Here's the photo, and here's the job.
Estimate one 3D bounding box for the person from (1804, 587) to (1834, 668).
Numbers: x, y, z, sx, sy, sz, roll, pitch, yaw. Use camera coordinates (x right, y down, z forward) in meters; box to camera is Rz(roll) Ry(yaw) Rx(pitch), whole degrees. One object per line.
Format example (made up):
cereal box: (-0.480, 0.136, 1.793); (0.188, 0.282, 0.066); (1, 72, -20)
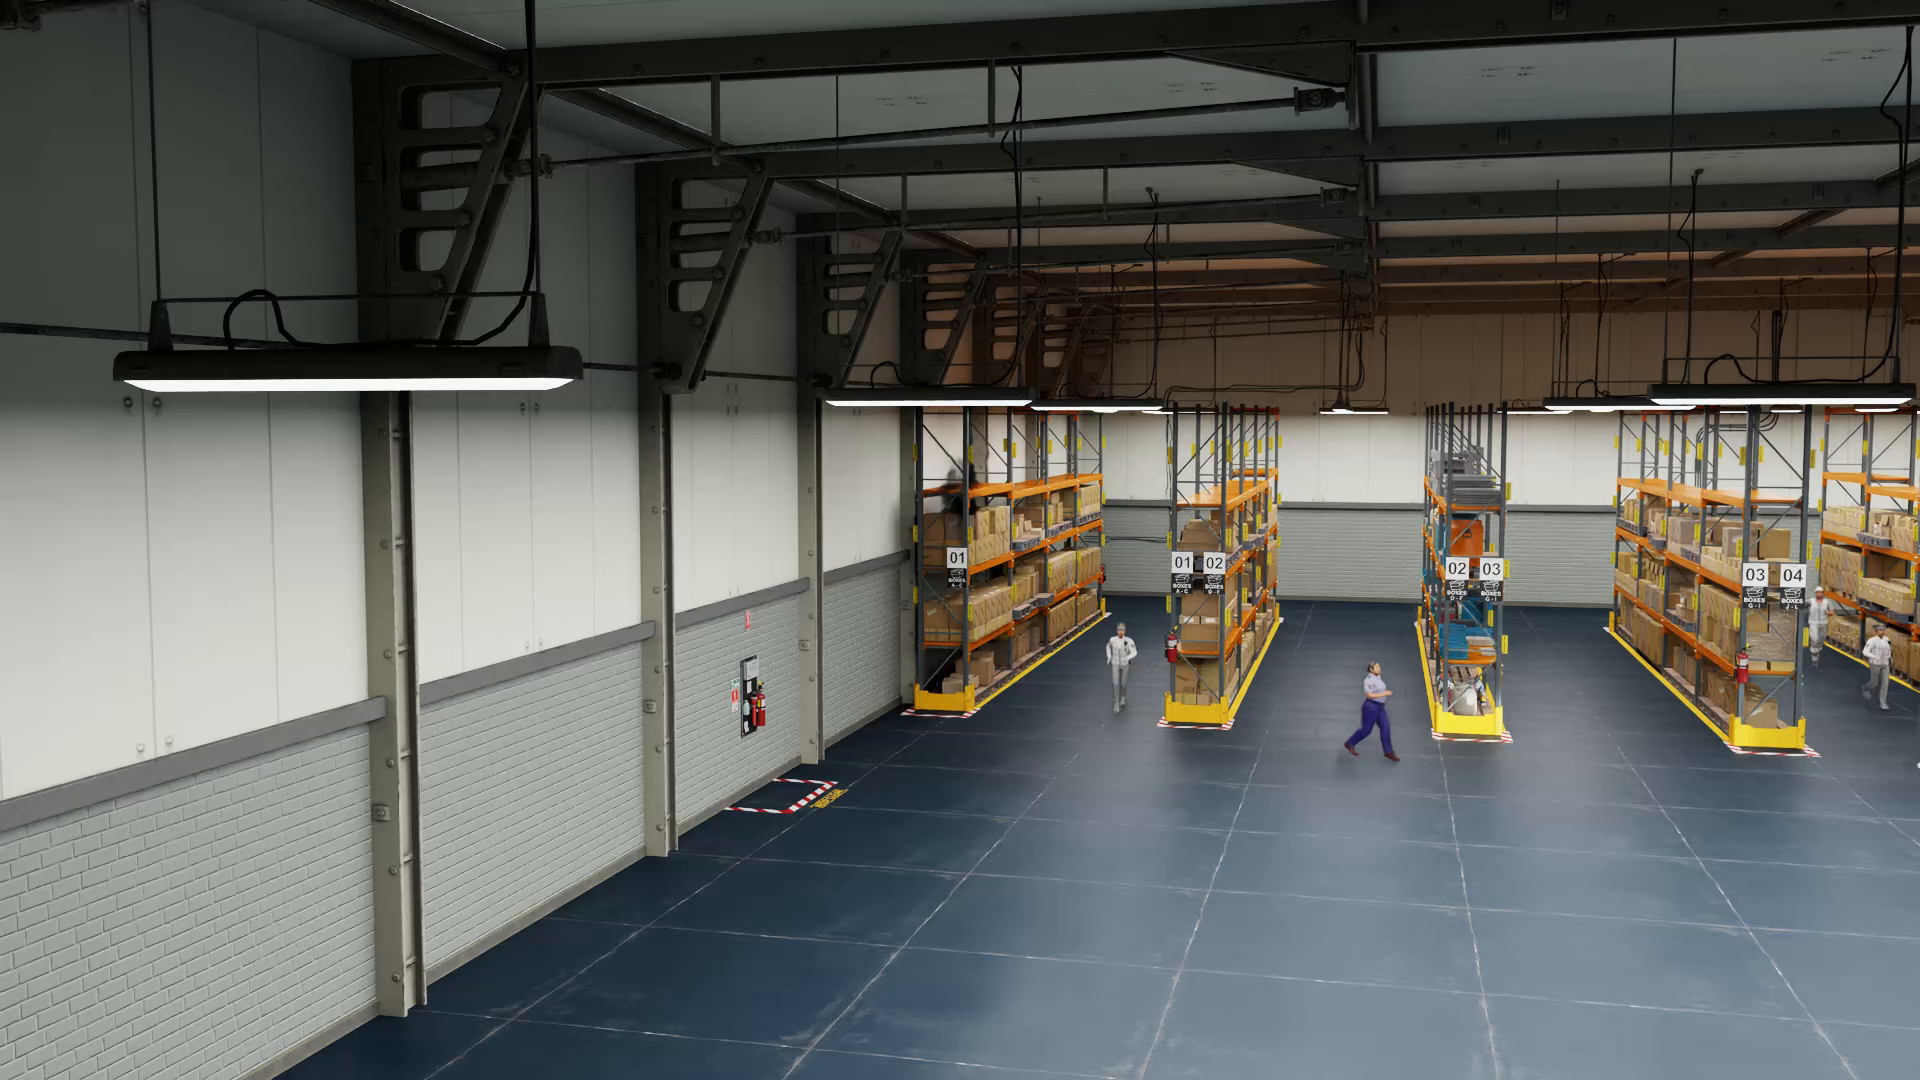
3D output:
person: (19.762, 1.987, 38.318); (0.653, 1.838, 0.830); (1, 4, 14)

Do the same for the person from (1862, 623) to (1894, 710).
person: (18.103, 2.456, 32.736); (0.618, 1.669, 0.890); (0, 4, 3)

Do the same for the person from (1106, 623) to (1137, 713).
person: (3.099, 2.467, 32.609); (0.507, 1.718, 0.875); (1, 4, 11)

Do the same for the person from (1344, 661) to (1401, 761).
person: (6.892, 2.834, 27.729); (0.933, 1.646, 0.601); (3, 5, 39)
